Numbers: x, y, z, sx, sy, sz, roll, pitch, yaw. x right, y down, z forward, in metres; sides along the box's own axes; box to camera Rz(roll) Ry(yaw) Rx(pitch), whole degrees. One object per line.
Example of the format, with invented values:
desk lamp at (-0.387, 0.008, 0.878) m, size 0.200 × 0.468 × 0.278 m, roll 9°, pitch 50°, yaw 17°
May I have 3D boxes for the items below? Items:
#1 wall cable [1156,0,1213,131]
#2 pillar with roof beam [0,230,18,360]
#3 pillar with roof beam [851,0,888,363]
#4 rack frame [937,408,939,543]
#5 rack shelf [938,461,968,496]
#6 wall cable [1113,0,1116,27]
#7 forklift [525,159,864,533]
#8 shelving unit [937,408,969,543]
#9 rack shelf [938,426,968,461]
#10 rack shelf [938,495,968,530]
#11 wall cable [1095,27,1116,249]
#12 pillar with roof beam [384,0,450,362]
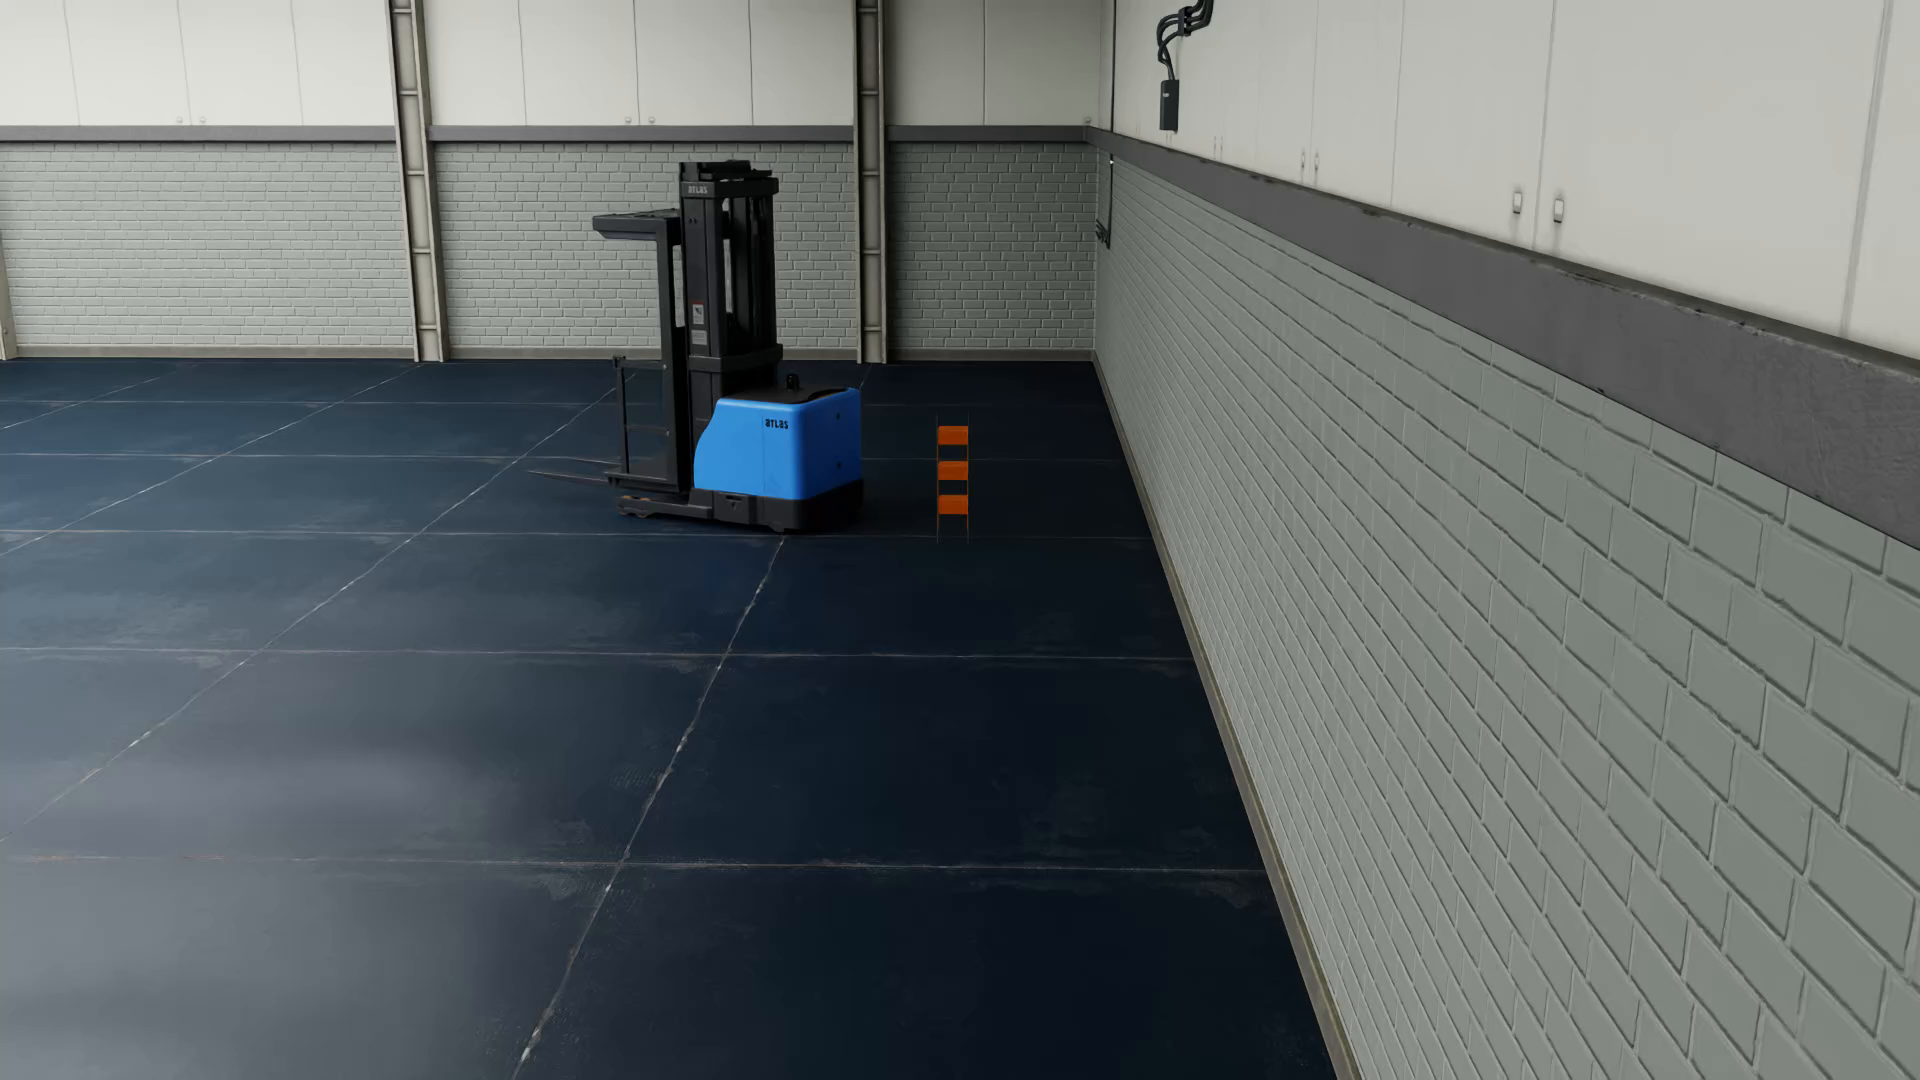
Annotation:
wall cable at (1.475, -5.631, 10.376) m, size 0.169 × 6.003 × 2.305 m, roll 0°, pitch 15°, yaw 1°
pillar with roof beam at (-13.284, -5.744, 17.471) m, size 0.400 × 9.000 × 9.100 m, roll 0°, pitch 15°, yaw 1°
pillar with roof beam at (-1.287, -5.666, 17.175) m, size 0.400 × 9.000 × 9.100 m, roll 0°, pitch 15°, yaw 1°
rack frame at (-0.175, -0.509, 13.210) m, size 0.008 × 1.050 × 0.200 m, roll 0°, pitch 15°, yaw 1°
rack shelf at (-0.053, -0.498, 13.210) m, size 0.240 × 0.259 × 0.215 m, roll 0°, pitch 15°, yaw 1°
wall cable at (1.665, -6.658, 17.122) m, size 0.112 × 2.526 × 3.097 m, roll 0°, pitch 15°, yaw 1°
forklift at (-2.372, -1.717, 14.102) m, size 3.031 × 2.935 × 1.130 m, roll 7°, pitch 16°, yaw 26°
shelving unit at (-0.053, -0.508, 13.207) m, size 0.252 × 1.050 × 0.215 m, roll 0°, pitch 15°, yaw 1°
rack shelf at (-0.053, -0.772, 13.138) m, size 0.240 × 0.259 × 0.215 m, roll 0°, pitch 15°, yaw 1°
rack shelf at (-0.053, -0.229, 13.281) m, size 0.240 × 0.259 × 0.215 m, roll 0°, pitch 15°, yaw 1°
wall cable at (1.734, -4.906, 20.381) m, size 0.112 × 2.526 × 3.097 m, roll 0°, pitch 15°, yaw 1°
pillar with roof beam at (-7.286, -5.705, 17.323) m, size 0.400 × 9.000 × 9.100 m, roll 0°, pitch 15°, yaw 1°
